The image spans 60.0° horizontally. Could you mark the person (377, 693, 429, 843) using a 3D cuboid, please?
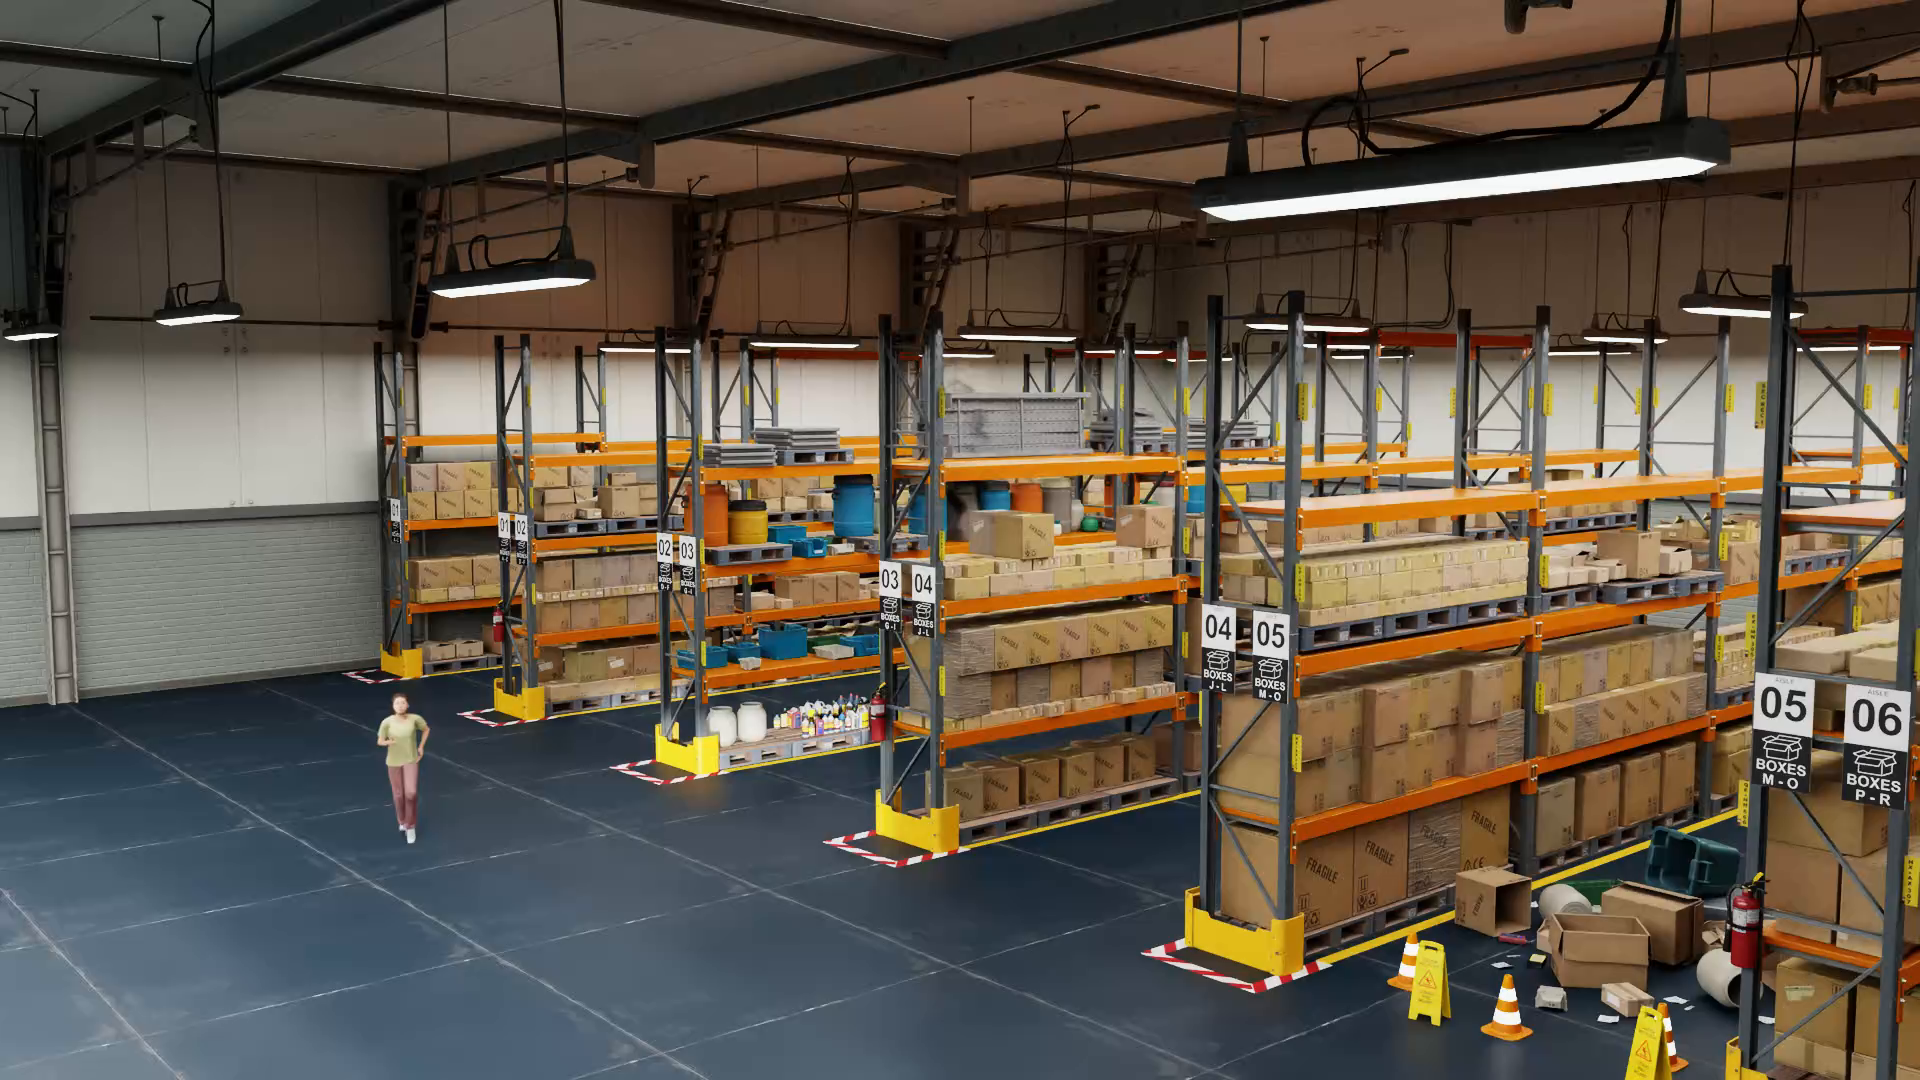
[{"bbox_3d":[-6.387,2.599,19.082,0.558,1.705,0.670,-1,5,-13],"label":"person"}]

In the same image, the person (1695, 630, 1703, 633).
[{"bbox_3d":[10.833,2.138,24.301,0.793,1.665,0.563,-4,6,-36],"label":"person"}]
